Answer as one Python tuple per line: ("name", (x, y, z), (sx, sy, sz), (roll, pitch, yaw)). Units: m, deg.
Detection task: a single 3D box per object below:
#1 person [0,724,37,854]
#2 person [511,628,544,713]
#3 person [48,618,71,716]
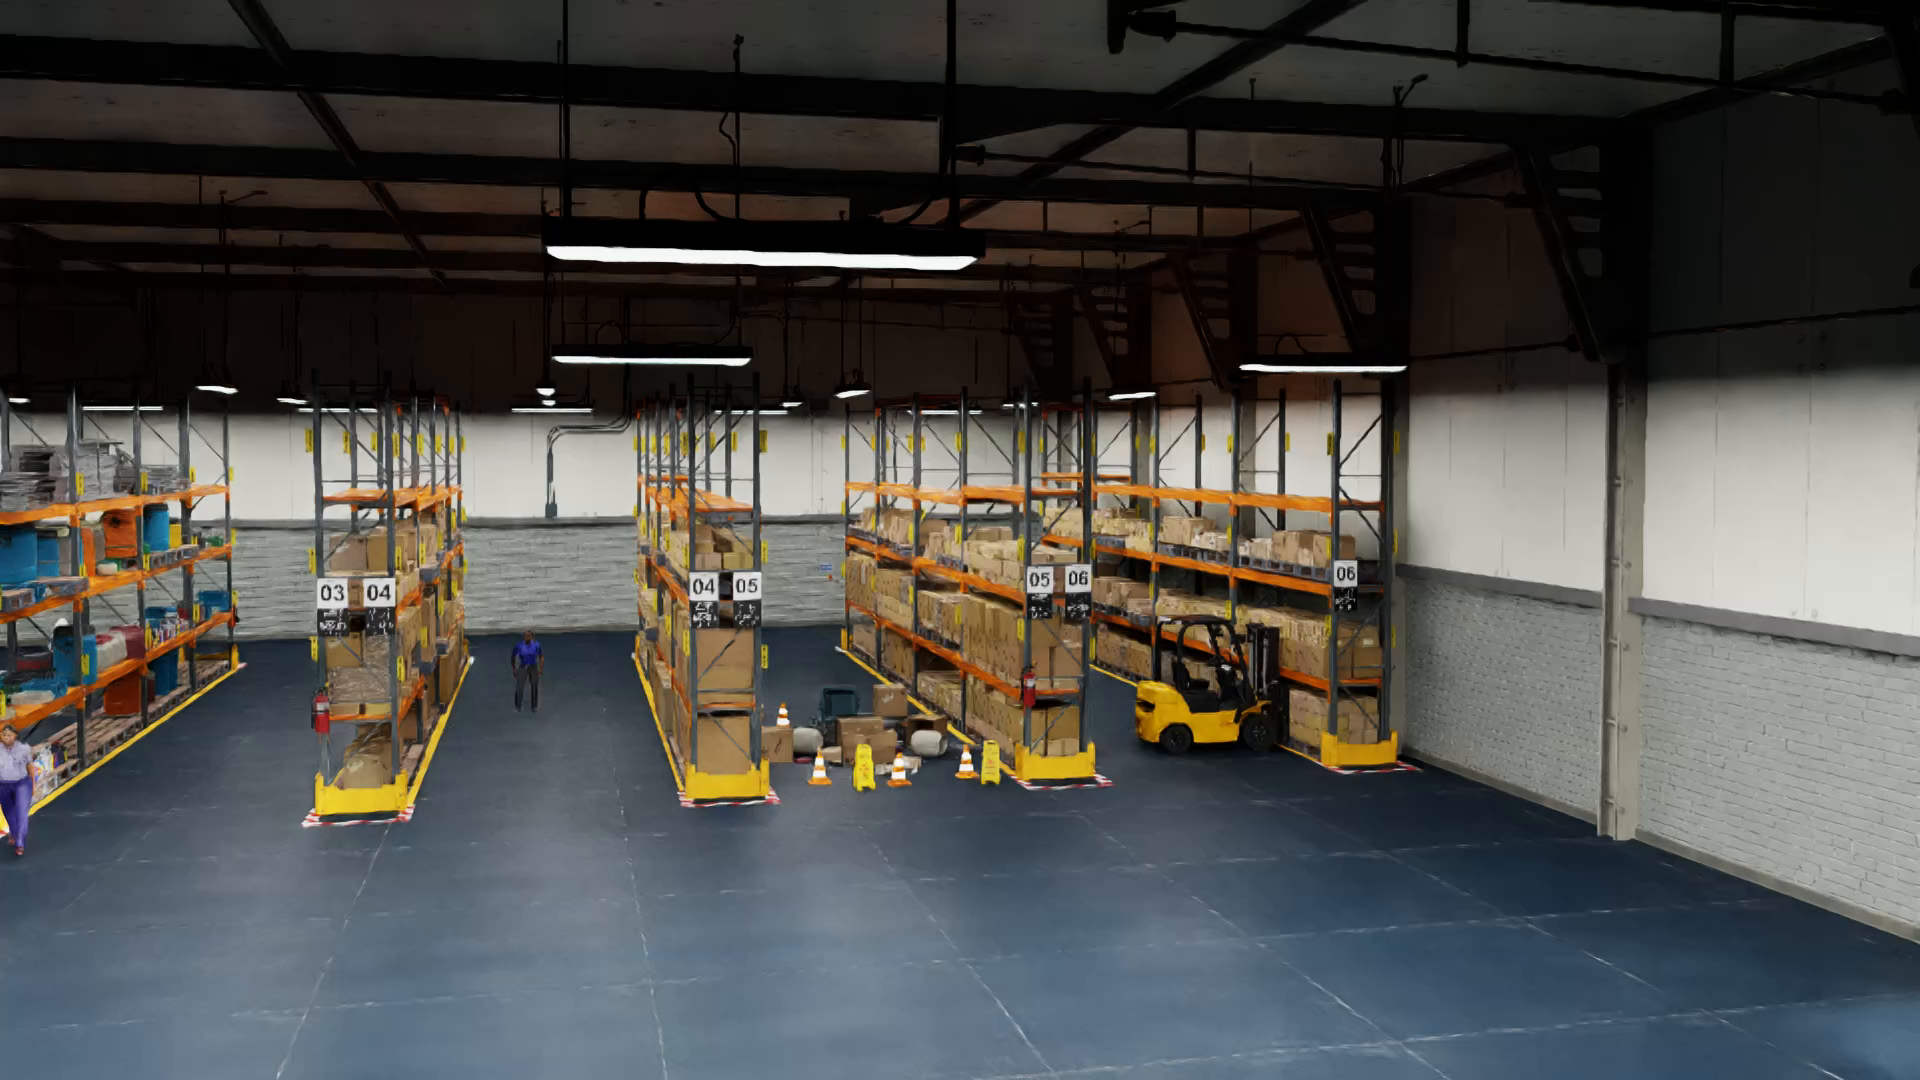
("person", (-11.638, 3.024, 20.396), (0.481, 1.565, 1.091), (-1, 3, -16))
("person", (-8.033, 2.425, 30.885), (0.592, 1.604, 0.513), (-1, 3, -15))
("person", (-16.608, 2.332, 30.727), (0.555, 1.772, 0.615), (1, 3, 15))
